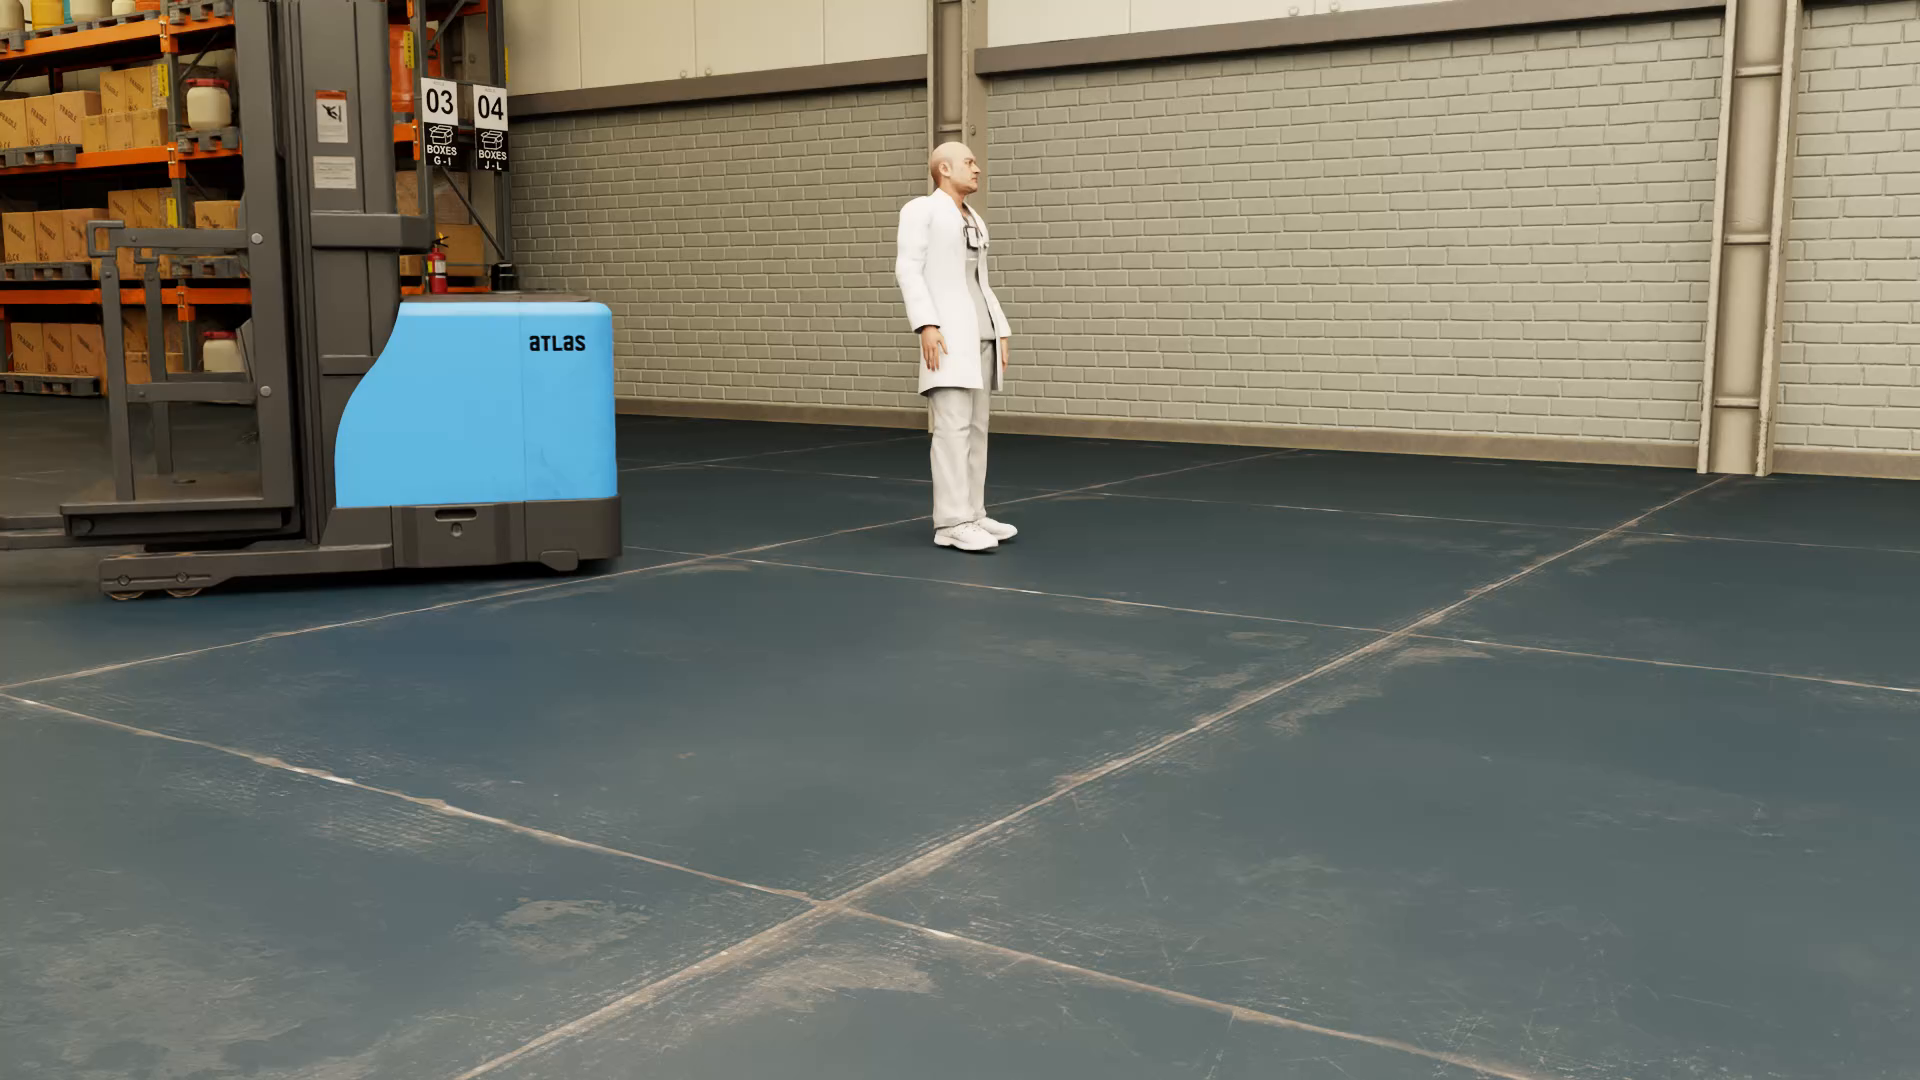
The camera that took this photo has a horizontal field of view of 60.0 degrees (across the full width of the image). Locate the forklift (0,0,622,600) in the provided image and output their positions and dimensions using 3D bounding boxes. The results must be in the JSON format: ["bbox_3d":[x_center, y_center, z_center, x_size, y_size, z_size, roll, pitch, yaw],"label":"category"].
[{"bbox_3d":[-2.930,-1.314,6.433,3.031,2.935,1.130,-3,8,-18],"label":"forklift"}]

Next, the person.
[{"bbox_3d":[0.072,-0.879,7.424,0.581,1.775,0.694,5,10,34],"label":"person"}]
